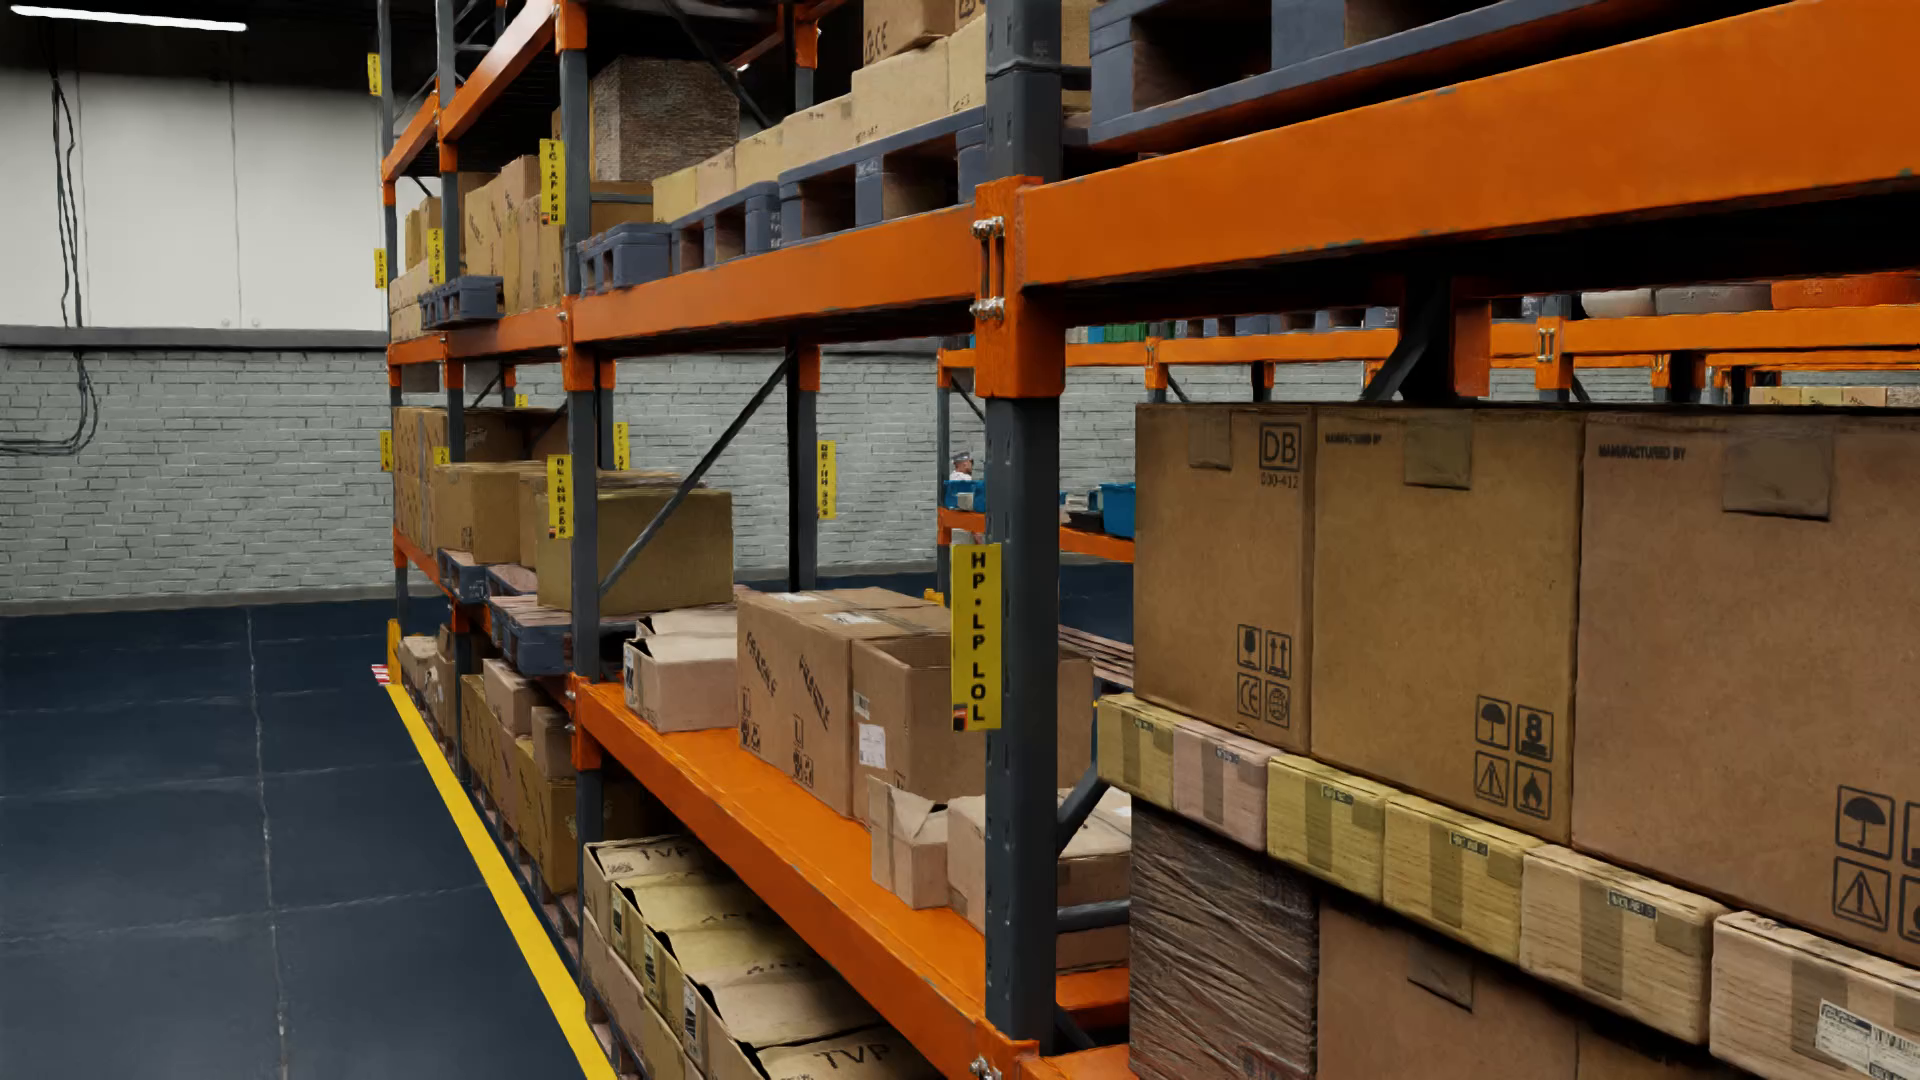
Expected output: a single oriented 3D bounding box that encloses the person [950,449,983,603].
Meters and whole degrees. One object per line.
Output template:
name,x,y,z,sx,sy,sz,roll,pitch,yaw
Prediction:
person,0.038,-0.101,17.993,0.398,1.770,0.691,-1,5,-10
